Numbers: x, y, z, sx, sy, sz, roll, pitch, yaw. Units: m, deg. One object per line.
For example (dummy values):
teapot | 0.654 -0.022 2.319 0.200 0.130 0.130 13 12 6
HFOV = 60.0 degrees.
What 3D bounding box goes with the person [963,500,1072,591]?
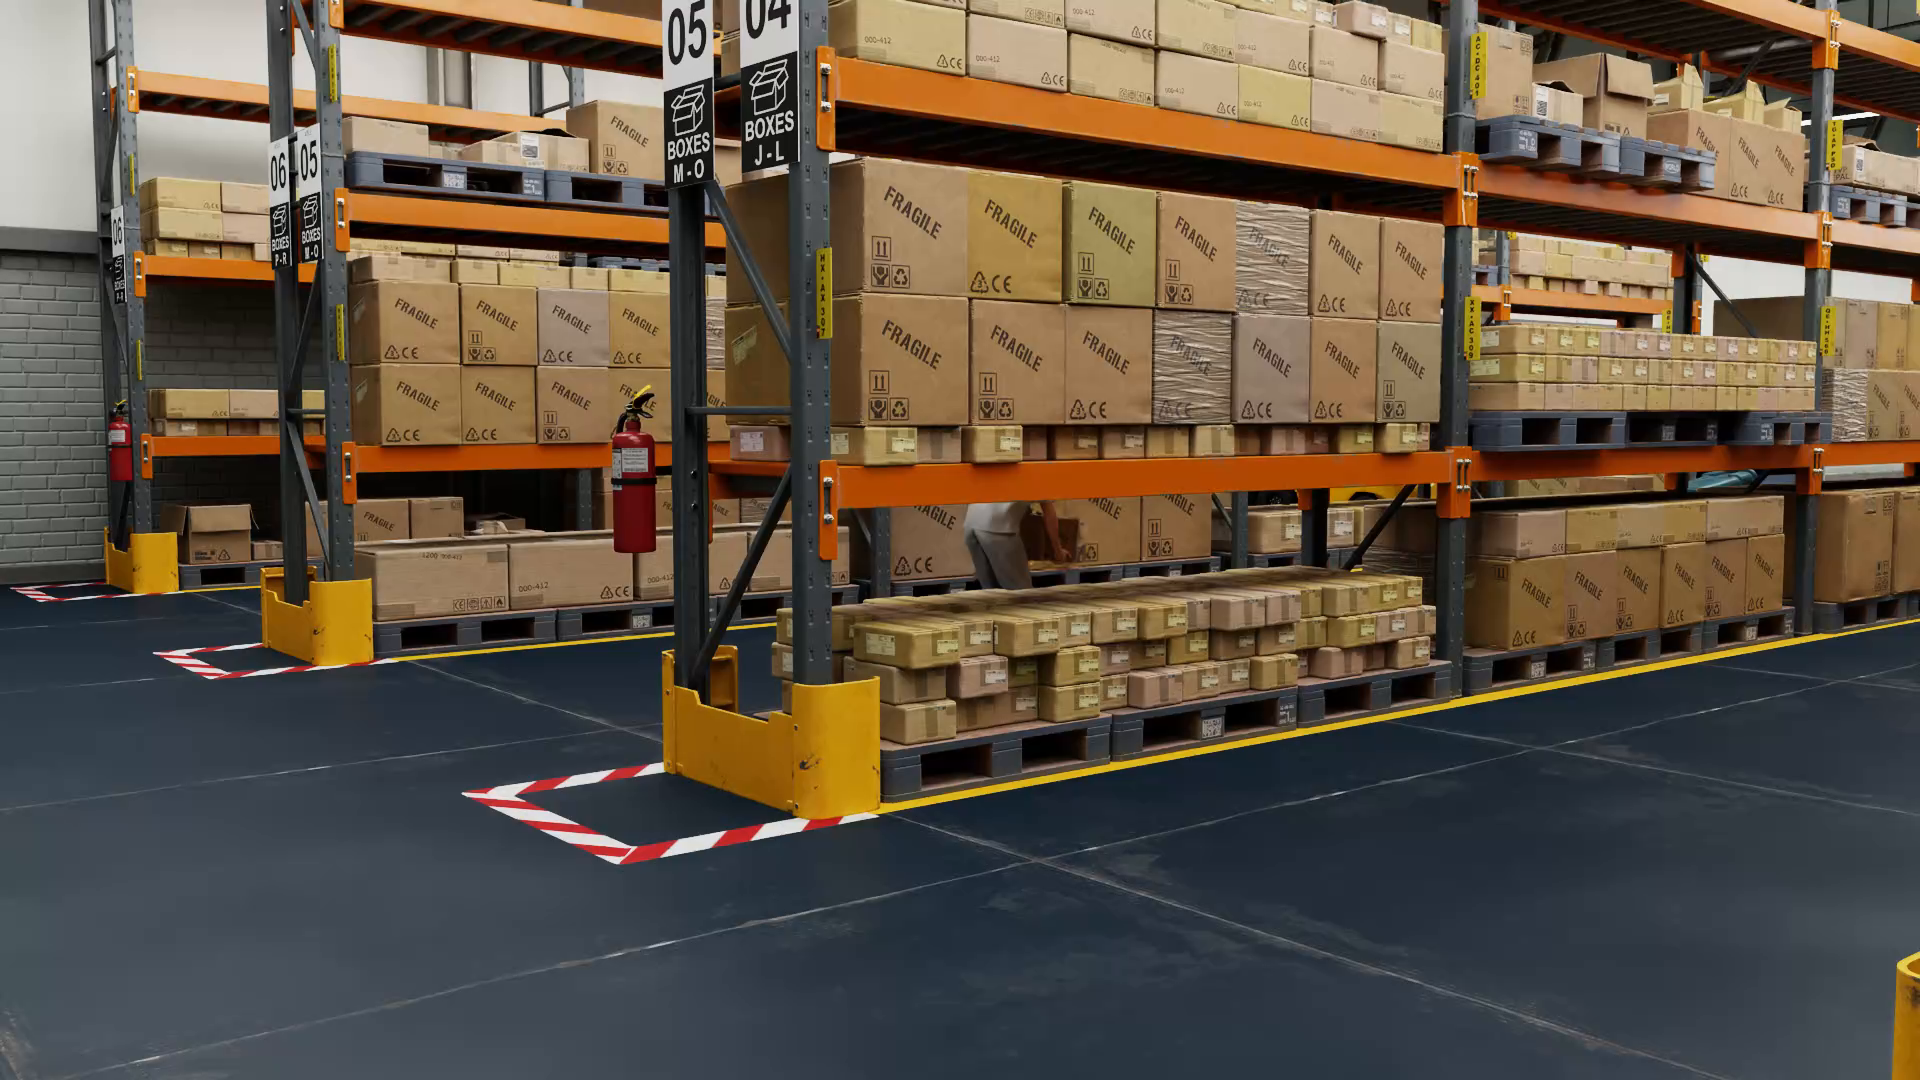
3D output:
person | 0.328 0.023 9.347 0.630 1.538 0.408 -3 5 -31
